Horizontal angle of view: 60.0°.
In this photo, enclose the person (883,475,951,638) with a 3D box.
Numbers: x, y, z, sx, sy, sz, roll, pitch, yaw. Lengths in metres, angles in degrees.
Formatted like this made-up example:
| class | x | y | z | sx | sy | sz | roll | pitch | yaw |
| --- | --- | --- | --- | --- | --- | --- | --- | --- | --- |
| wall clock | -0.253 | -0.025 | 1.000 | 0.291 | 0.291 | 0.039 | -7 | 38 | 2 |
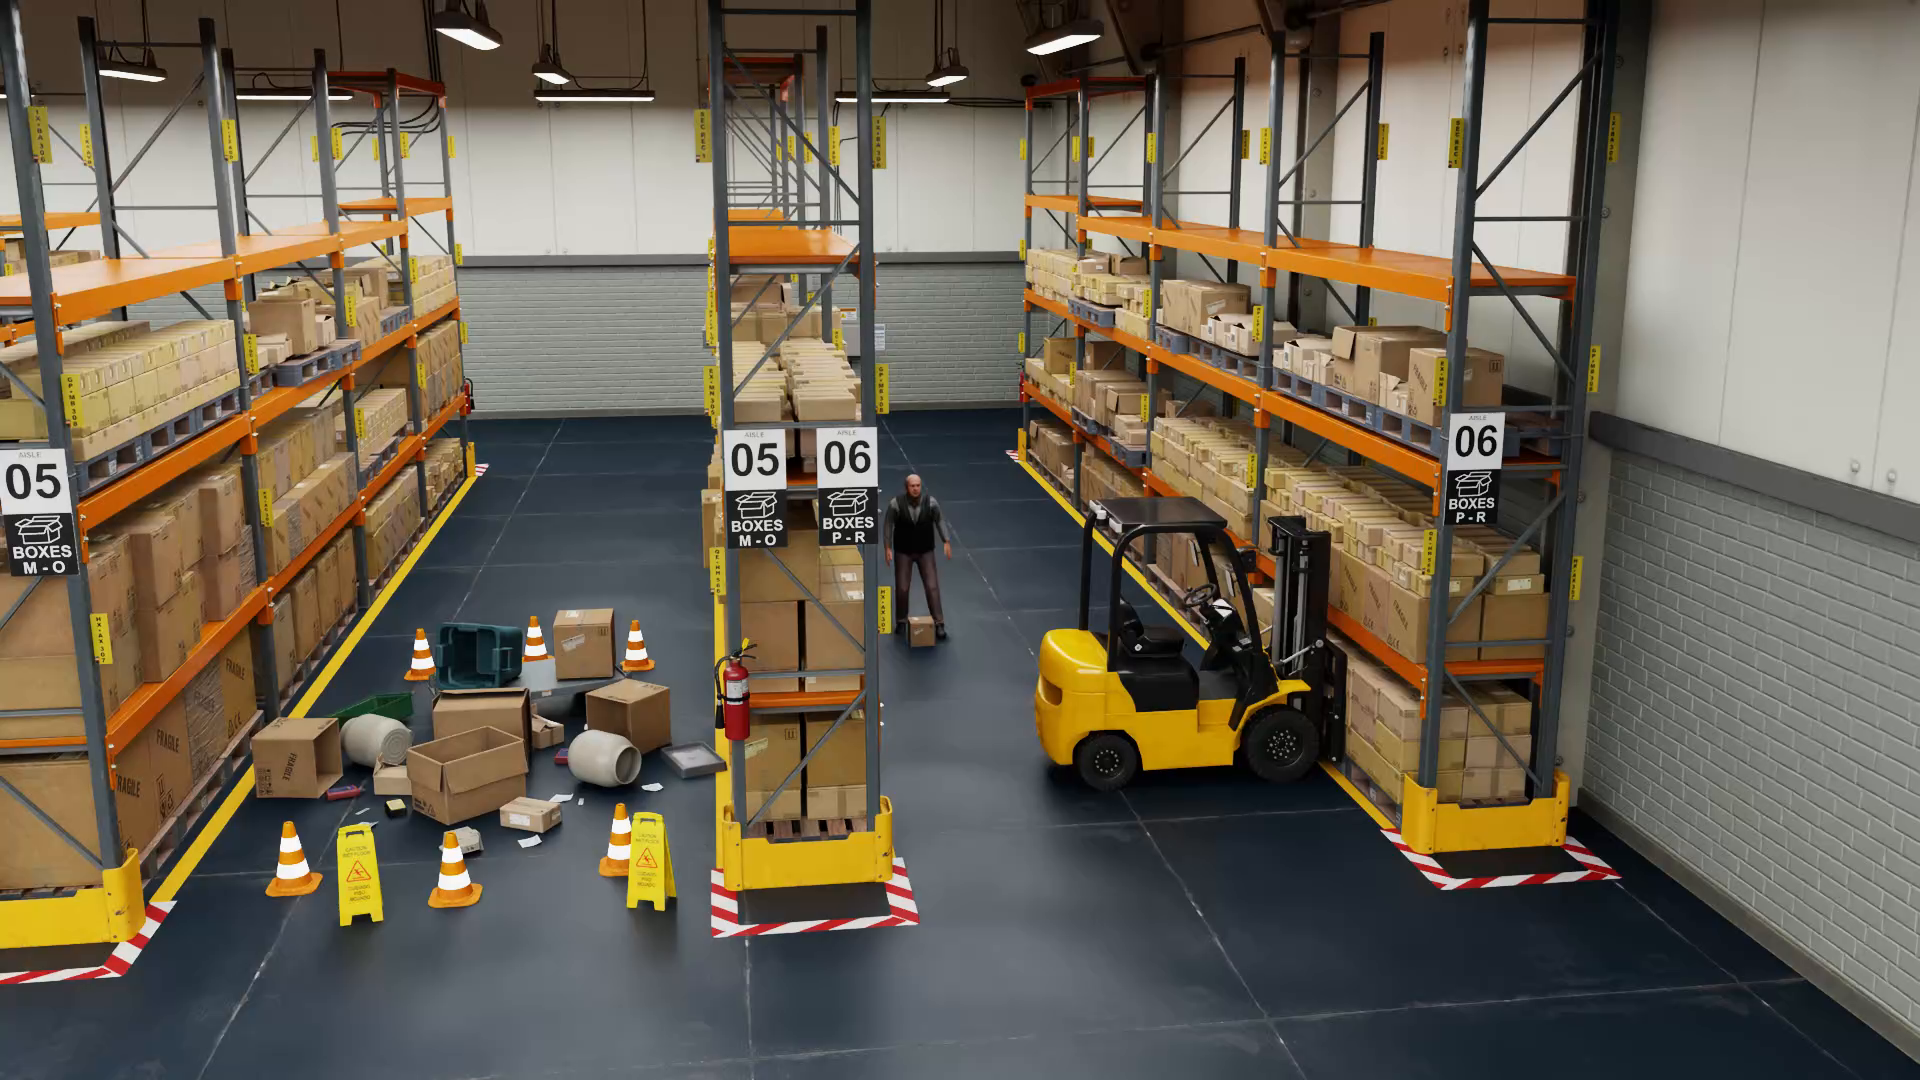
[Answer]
| class | x | y | z | sx | sy | sz | roll | pitch | yaw |
| --- | --- | --- | --- | --- | --- | --- | --- | --- | --- |
| person | -0.433 | 0.160 | 17.421 | 0.711 | 1.708 | 0.586 | -2 | 13 | -8 |
